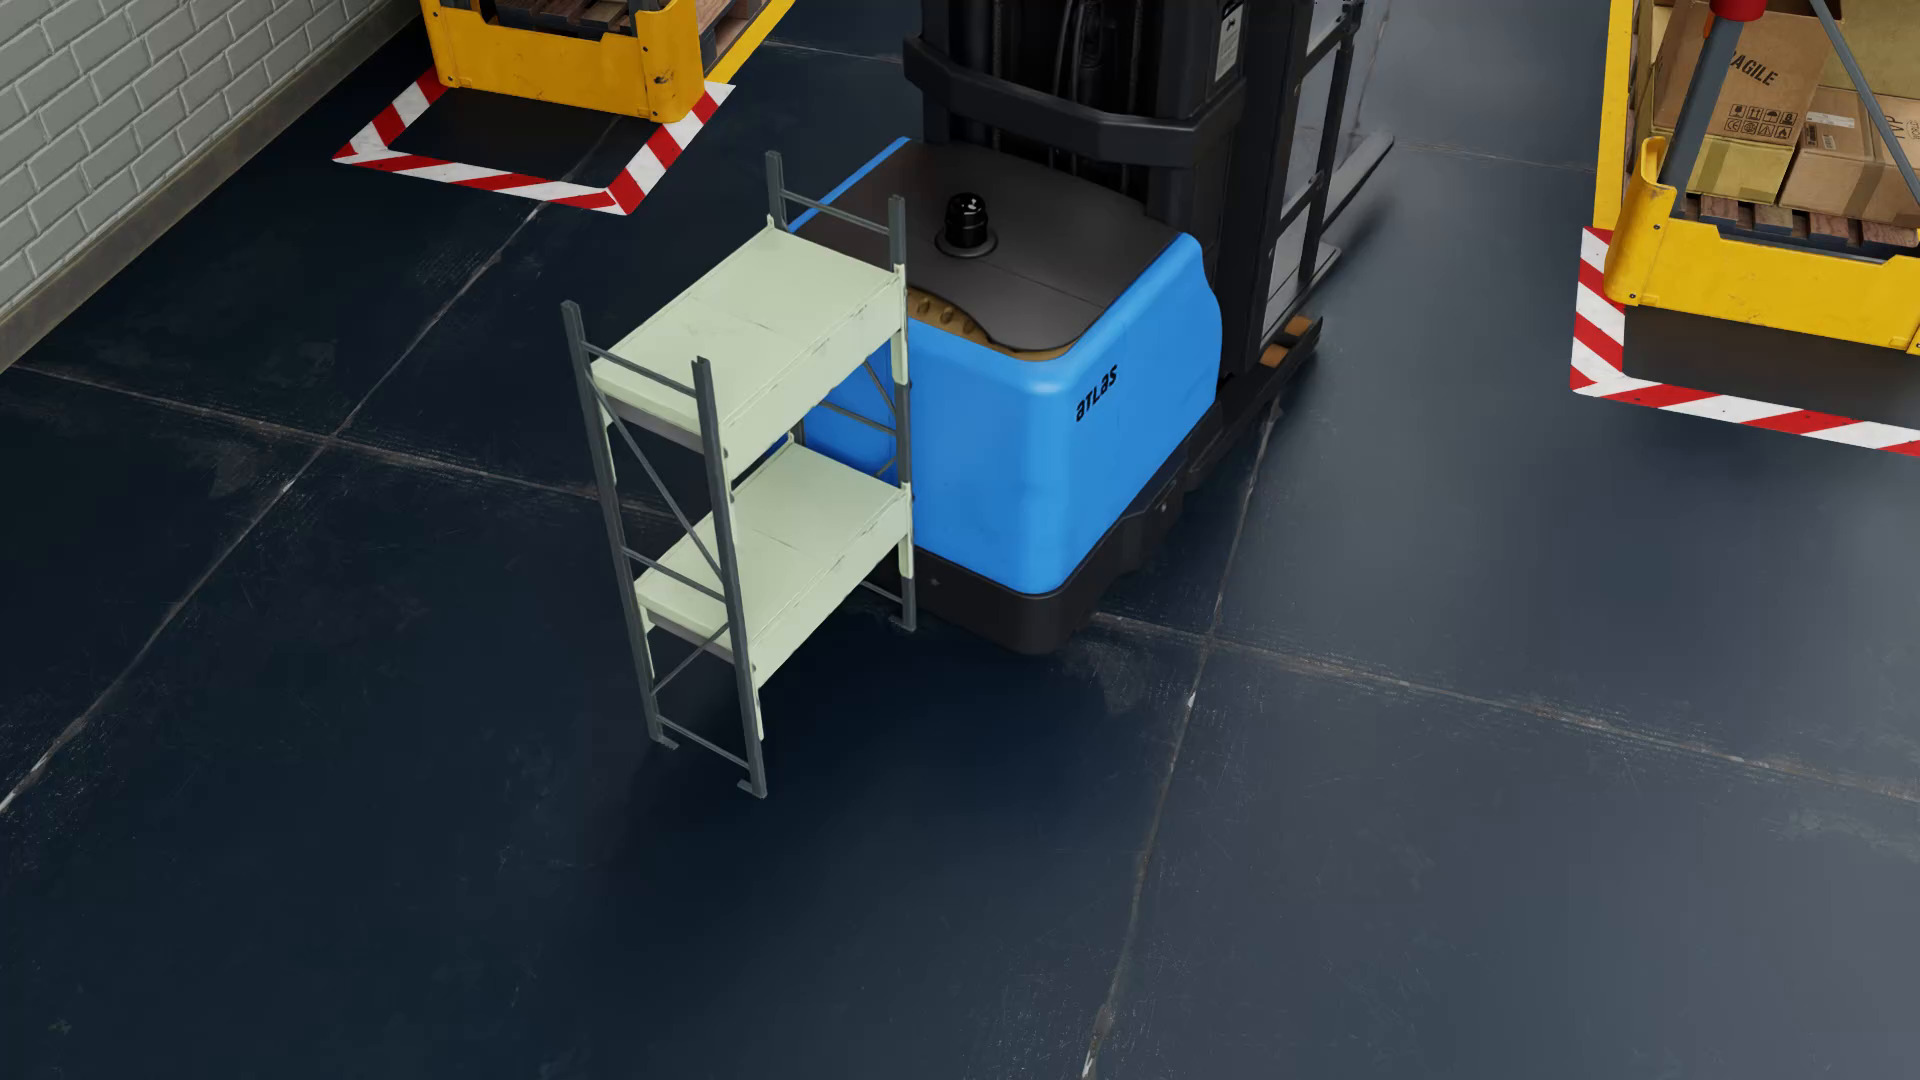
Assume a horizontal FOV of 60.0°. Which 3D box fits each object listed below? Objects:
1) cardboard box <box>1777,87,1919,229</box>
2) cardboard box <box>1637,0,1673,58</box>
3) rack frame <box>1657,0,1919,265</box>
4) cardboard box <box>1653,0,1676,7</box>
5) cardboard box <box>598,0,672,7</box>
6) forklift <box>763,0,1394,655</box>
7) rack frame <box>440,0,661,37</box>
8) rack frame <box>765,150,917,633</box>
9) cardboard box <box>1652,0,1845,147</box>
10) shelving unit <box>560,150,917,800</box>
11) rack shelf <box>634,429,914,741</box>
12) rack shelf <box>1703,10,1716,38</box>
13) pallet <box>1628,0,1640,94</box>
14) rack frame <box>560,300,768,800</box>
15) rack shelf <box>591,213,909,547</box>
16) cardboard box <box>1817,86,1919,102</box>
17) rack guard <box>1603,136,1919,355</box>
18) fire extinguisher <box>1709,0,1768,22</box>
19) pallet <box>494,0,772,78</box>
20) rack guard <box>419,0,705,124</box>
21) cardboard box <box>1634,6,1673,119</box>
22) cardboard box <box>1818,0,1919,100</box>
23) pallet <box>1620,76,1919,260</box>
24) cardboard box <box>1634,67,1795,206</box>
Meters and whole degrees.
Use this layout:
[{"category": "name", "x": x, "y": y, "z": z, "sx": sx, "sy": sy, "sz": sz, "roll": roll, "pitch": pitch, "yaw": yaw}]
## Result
[{"category": "cardboard box", "x": 3.371, "y": -1.446, "z": 6.249, "sx": 0.500, "sy": 0.250, "sz": 0.500, "roll": 13, "pitch": 46, "yaw": 13}, {"category": "cardboard box", "x": 3.167, "y": -2.225, "z": 7.045, "sx": 0.500, "sy": 0.250, "sz": 0.500, "roll": 13, "pitch": 46, "yaw": 13}, {"category": "rack frame", "x": 2.996, "y": -1.968, "z": 5.117, "sx": 1.000, "sy": 3.000, "sz": 0.127, "roll": 13, "pitch": 46, "yaw": 13}, {"category": "cardboard box", "x": 3.164, "y": -2.494, "z": 6.783, "sx": 0.500, "sy": 0.500, "sz": 0.500, "roll": 13, "pitch": 46, "yaw": 13}, {"category": "cardboard box", "x": -1.431, "y": -2.653, "z": 7.425, "sx": 0.500, "sy": 0.311, "sz": 0.500, "roll": 8, "pitch": 45, "yaw": 8}, {"category": "forklift", "x": 0.619, "y": -1.723, "z": 4.915, "sx": 1.130, "sy": 2.935, "sz": 3.031, "roll": 24, "pitch": 49, "yaw": 23}, {"category": "rack frame", "x": -1.726, "y": -3.015, "z": 6.186, "sx": 1.000, "sy": 3.000, "sz": 0.127, "roll": 13, "pitch": 46, "yaw": 13}, {"category": "rack frame", "x": -0.304, "y": -0.341, "z": 4.526, "sx": 0.400, "sy": 1.500, "sz": 0.023, "roll": 24, "pitch": 49, "yaw": 23}, {"category": "cardboard box", "x": 2.875, "y": -1.824, "z": 6.099, "sx": 0.500, "sy": 0.500, "sz": 0.500, "roll": 13, "pitch": 46, "yaw": 13}, {"category": "shelving unit", "x": -0.502, "y": -0.125, "z": 4.306, "sx": 0.431, "sy": 1.500, "sz": 0.755, "roll": 24, "pitch": 49, "yaw": 23}, {"category": "rack shelf", "x": -0.502, "y": 0.108, "z": 4.534, "sx": 0.431, "sy": 0.370, "sz": 0.720, "roll": 24, "pitch": 49, "yaw": 23}, {"category": "rack shelf", "x": 3.602, "y": -3.044, "z": 6.731, "sx": 1.077, "sy": 0.370, "sz": 4.000, "roll": 13, "pitch": 46, "yaw": 13}, {"category": "pallet", "x": 3.559, "y": -2.301, "z": 7.450, "sx": 1.003, "sy": 0.211, "sz": 1.213, "roll": 13, "pitch": 46, "yaw": 13}, {"category": "rack frame", "x": -0.699, "y": 0.090, "z": 4.086, "sx": 0.400, "sy": 1.500, "sz": 0.023, "roll": 24, "pitch": 49, "yaw": 23}, {"category": "rack shelf", "x": -0.502, "y": -0.404, "z": 4.033, "sx": 0.431, "sy": 0.370, "sz": 0.720, "roll": 24, "pitch": 49, "yaw": 23}, {"category": "cardboard box", "x": 3.519, "y": -1.780, "z": 6.590, "sx": 0.500, "sy": 0.250, "sz": 0.500, "roll": 13, "pitch": 46, "yaw": 13}, {"category": "rack guard", "x": 2.989, "y": -1.059, "z": 5.975, "sx": 1.175, "sy": 0.500, "sz": 0.348, "roll": 13, "pitch": 46, "yaw": 13}, {"category": "fire extinguisher", "x": 2.518, "y": -1.960, "z": 5.164, "sx": 0.296, "sy": 0.674, "sz": 0.183, "roll": 13, "pitch": 46, "yaw": 13}, {"category": "pallet", "x": -1.423, "y": -2.603, "z": 7.759, "sx": 1.003, "sy": 0.211, "sz": 1.213, "roll": 13, "pitch": 46, "yaw": 13}, {"category": "rack guard", "x": -1.703, "y": -2.172, "z": 7.112, "sx": 1.175, "sy": 0.500, "sz": 0.348, "roll": 13, "pitch": 46, "yaw": 13}, {"category": "cardboard box", "x": 3.017, "y": -1.891, "z": 6.704, "sx": 0.500, "sy": 0.250, "sz": 0.500, "roll": 13, "pitch": 46, "yaw": 13}, {"category": "cardboard box", "x": 3.520, "y": -2.048, "z": 6.327, "sx": 0.500, "sy": 0.500, "sz": 0.500, "roll": 13, "pitch": 46, "yaw": 13}, {"category": "pallet", "x": 3.188, "y": -1.490, "z": 6.622, "sx": 1.003, "sy": 0.211, "sz": 1.213, "roll": 13, "pitch": 46, "yaw": 13}, {"category": "cardboard box", "x": 2.877, "y": -1.556, "z": 6.361, "sx": 0.500, "sy": 0.250, "sz": 0.500, "roll": 13, "pitch": 46, "yaw": 13}]
